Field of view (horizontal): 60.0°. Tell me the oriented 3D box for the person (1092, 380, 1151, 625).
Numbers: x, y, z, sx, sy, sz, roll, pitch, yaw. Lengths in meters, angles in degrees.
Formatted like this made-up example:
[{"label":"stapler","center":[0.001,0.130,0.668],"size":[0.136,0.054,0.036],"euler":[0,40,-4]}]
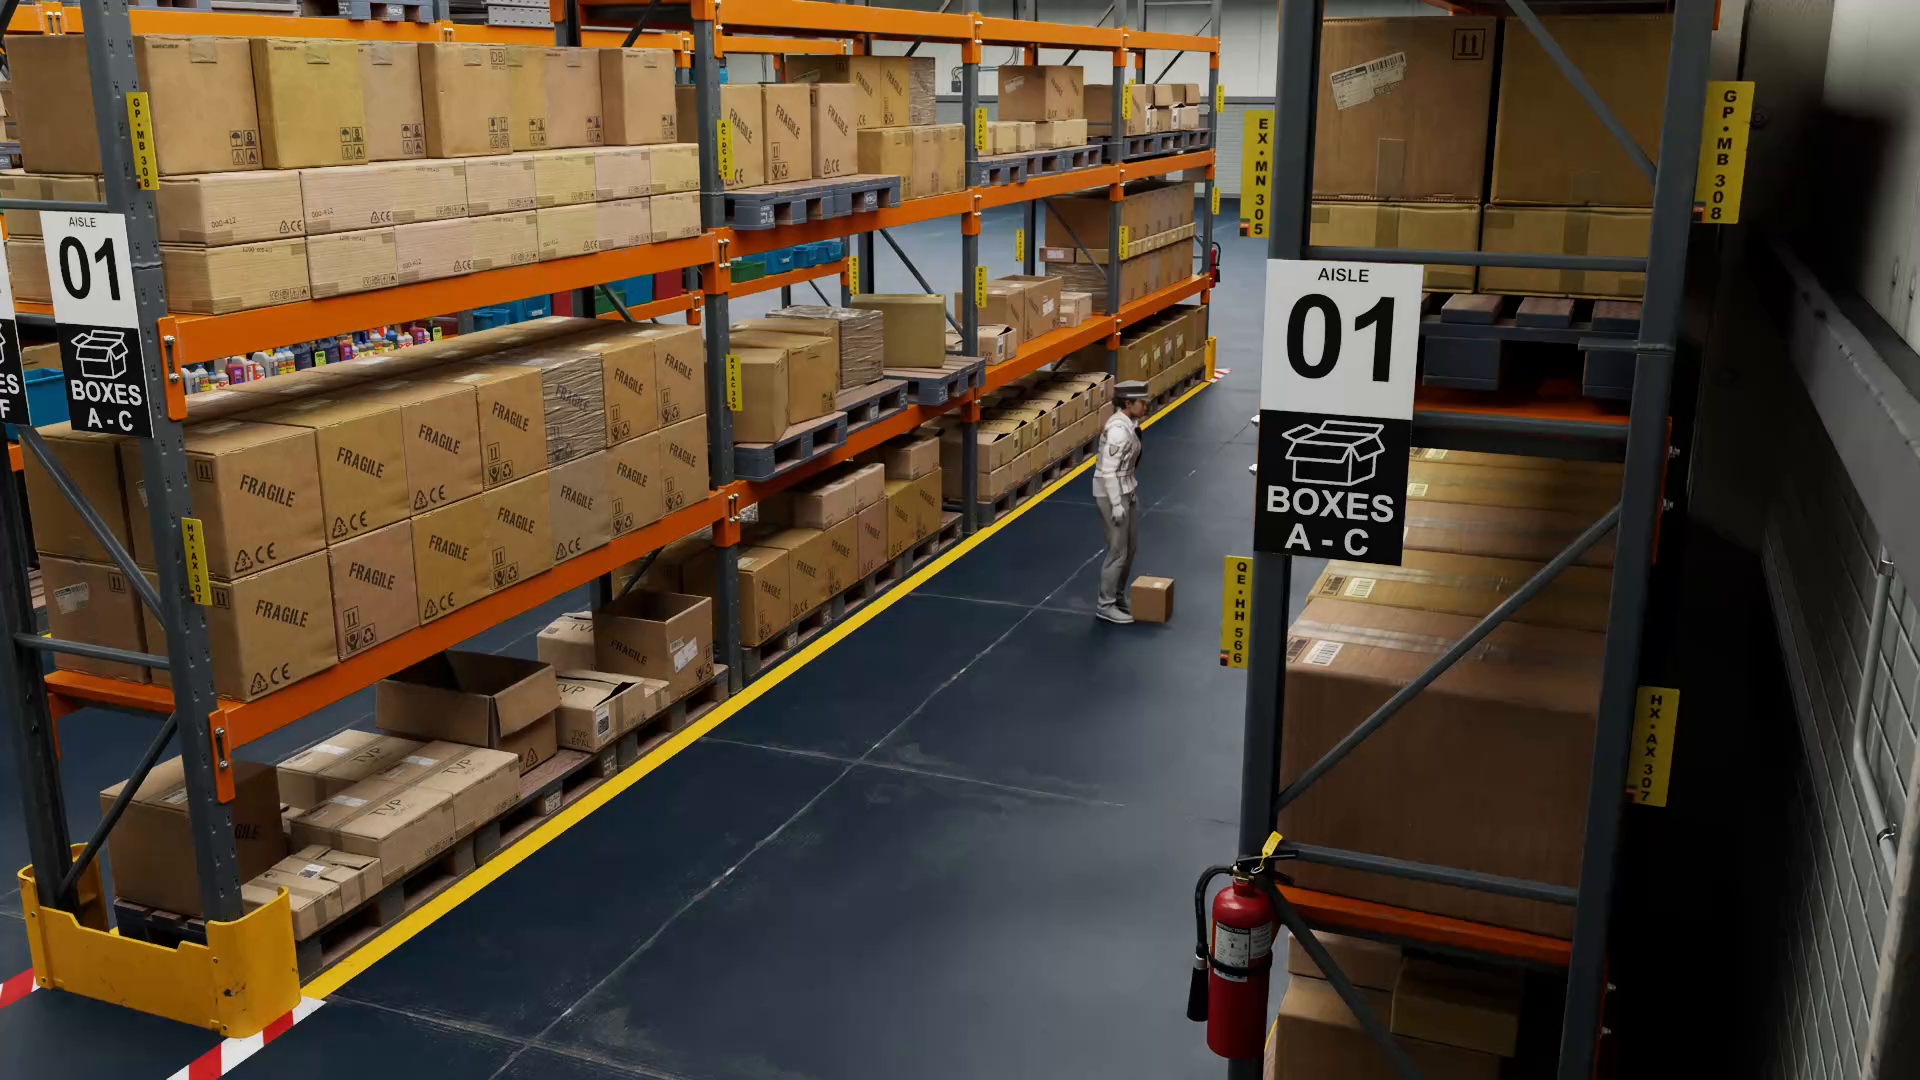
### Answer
[{"label":"person","center":[1.116,-0.286,11.547],"size":[0.373,1.662,0.524],"euler":[5,16,19]}]
